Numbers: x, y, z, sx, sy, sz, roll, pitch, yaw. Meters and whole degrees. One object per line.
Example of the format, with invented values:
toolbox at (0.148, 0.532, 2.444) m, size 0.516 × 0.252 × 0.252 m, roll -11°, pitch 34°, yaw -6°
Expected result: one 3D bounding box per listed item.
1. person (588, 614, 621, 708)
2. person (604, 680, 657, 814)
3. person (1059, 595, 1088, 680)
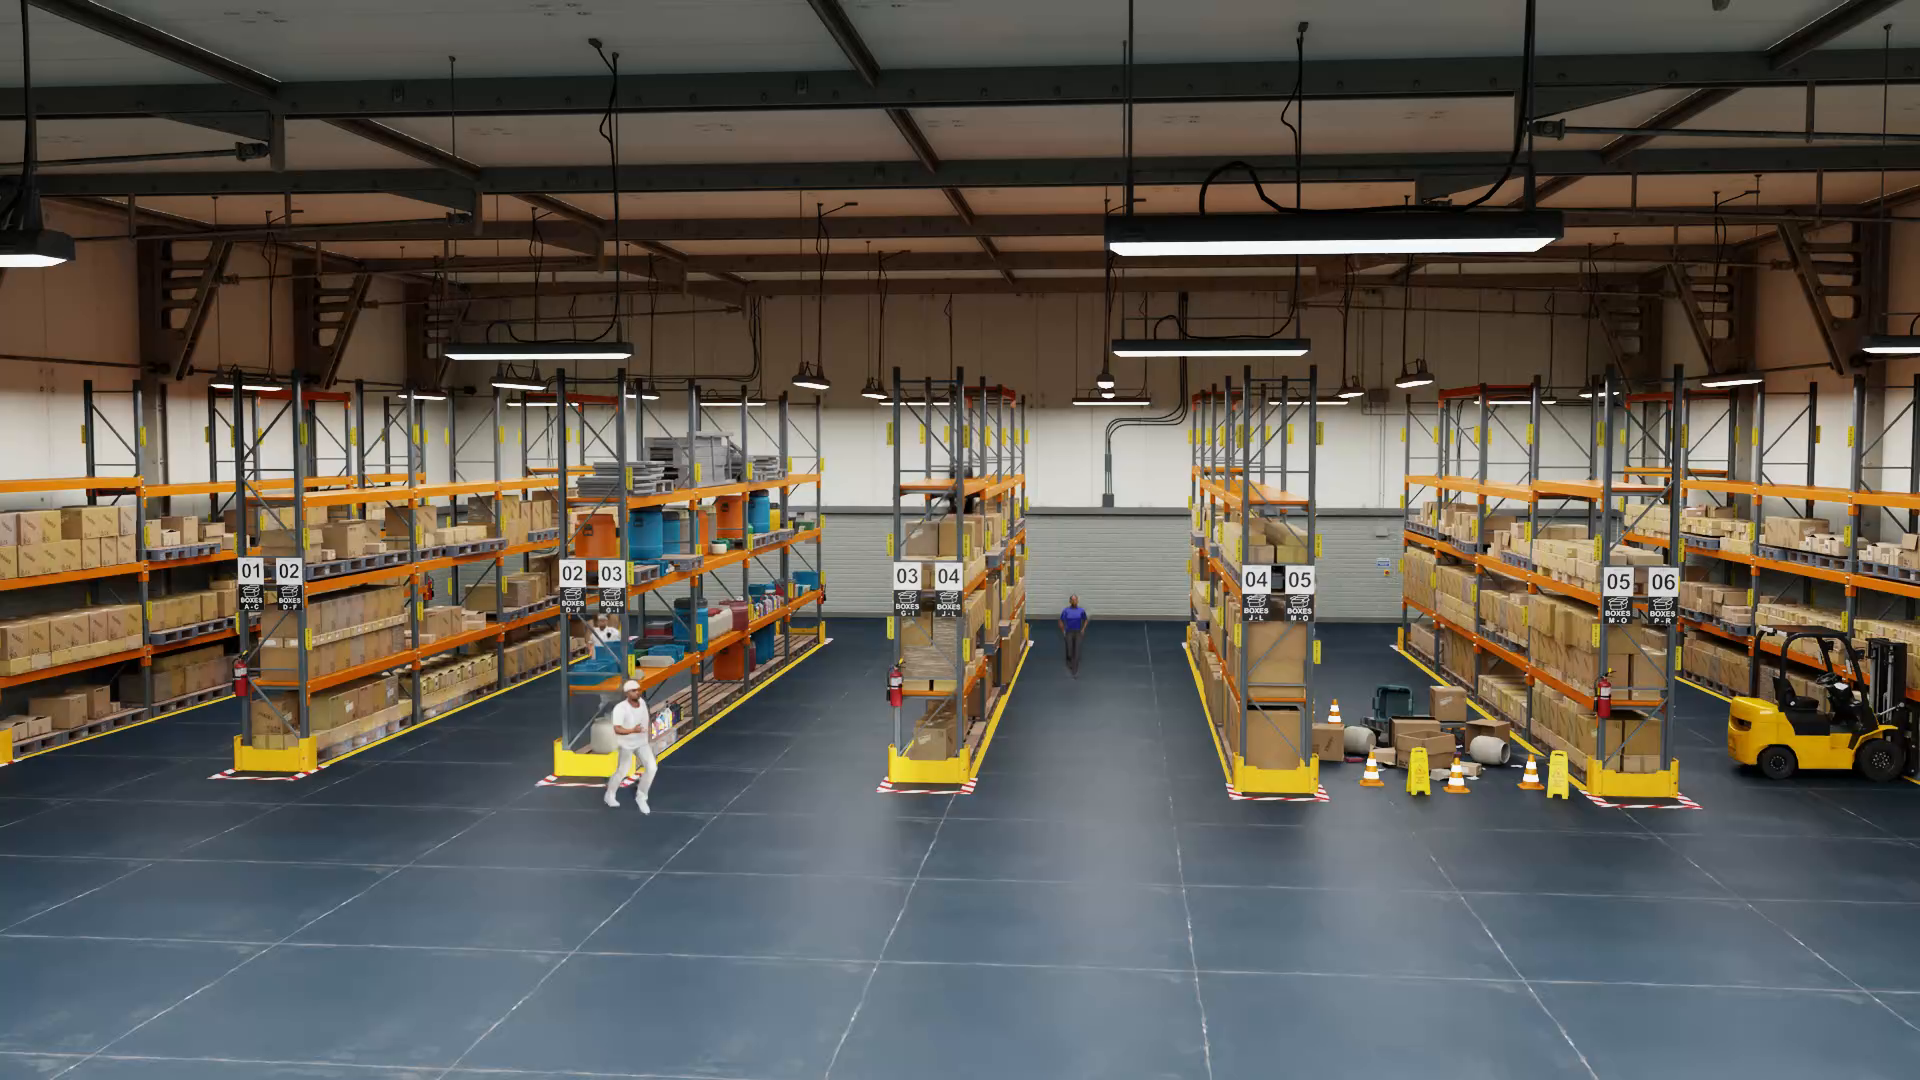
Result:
person at (-6.597, 2.218, 30.909) m, size 0.661 × 1.755 × 0.564 m, roll 0°, pitch 4°, yaw 4°
person at (-4.353, 2.748, 22.144) m, size 0.884 × 1.795 × 0.711 m, roll 3°, pitch 5°, yaw 43°
person at (2.230, 1.891, 32.586) m, size 0.582 × 1.624 × 0.672 m, roll 0°, pitch 4°, yaw 0°
